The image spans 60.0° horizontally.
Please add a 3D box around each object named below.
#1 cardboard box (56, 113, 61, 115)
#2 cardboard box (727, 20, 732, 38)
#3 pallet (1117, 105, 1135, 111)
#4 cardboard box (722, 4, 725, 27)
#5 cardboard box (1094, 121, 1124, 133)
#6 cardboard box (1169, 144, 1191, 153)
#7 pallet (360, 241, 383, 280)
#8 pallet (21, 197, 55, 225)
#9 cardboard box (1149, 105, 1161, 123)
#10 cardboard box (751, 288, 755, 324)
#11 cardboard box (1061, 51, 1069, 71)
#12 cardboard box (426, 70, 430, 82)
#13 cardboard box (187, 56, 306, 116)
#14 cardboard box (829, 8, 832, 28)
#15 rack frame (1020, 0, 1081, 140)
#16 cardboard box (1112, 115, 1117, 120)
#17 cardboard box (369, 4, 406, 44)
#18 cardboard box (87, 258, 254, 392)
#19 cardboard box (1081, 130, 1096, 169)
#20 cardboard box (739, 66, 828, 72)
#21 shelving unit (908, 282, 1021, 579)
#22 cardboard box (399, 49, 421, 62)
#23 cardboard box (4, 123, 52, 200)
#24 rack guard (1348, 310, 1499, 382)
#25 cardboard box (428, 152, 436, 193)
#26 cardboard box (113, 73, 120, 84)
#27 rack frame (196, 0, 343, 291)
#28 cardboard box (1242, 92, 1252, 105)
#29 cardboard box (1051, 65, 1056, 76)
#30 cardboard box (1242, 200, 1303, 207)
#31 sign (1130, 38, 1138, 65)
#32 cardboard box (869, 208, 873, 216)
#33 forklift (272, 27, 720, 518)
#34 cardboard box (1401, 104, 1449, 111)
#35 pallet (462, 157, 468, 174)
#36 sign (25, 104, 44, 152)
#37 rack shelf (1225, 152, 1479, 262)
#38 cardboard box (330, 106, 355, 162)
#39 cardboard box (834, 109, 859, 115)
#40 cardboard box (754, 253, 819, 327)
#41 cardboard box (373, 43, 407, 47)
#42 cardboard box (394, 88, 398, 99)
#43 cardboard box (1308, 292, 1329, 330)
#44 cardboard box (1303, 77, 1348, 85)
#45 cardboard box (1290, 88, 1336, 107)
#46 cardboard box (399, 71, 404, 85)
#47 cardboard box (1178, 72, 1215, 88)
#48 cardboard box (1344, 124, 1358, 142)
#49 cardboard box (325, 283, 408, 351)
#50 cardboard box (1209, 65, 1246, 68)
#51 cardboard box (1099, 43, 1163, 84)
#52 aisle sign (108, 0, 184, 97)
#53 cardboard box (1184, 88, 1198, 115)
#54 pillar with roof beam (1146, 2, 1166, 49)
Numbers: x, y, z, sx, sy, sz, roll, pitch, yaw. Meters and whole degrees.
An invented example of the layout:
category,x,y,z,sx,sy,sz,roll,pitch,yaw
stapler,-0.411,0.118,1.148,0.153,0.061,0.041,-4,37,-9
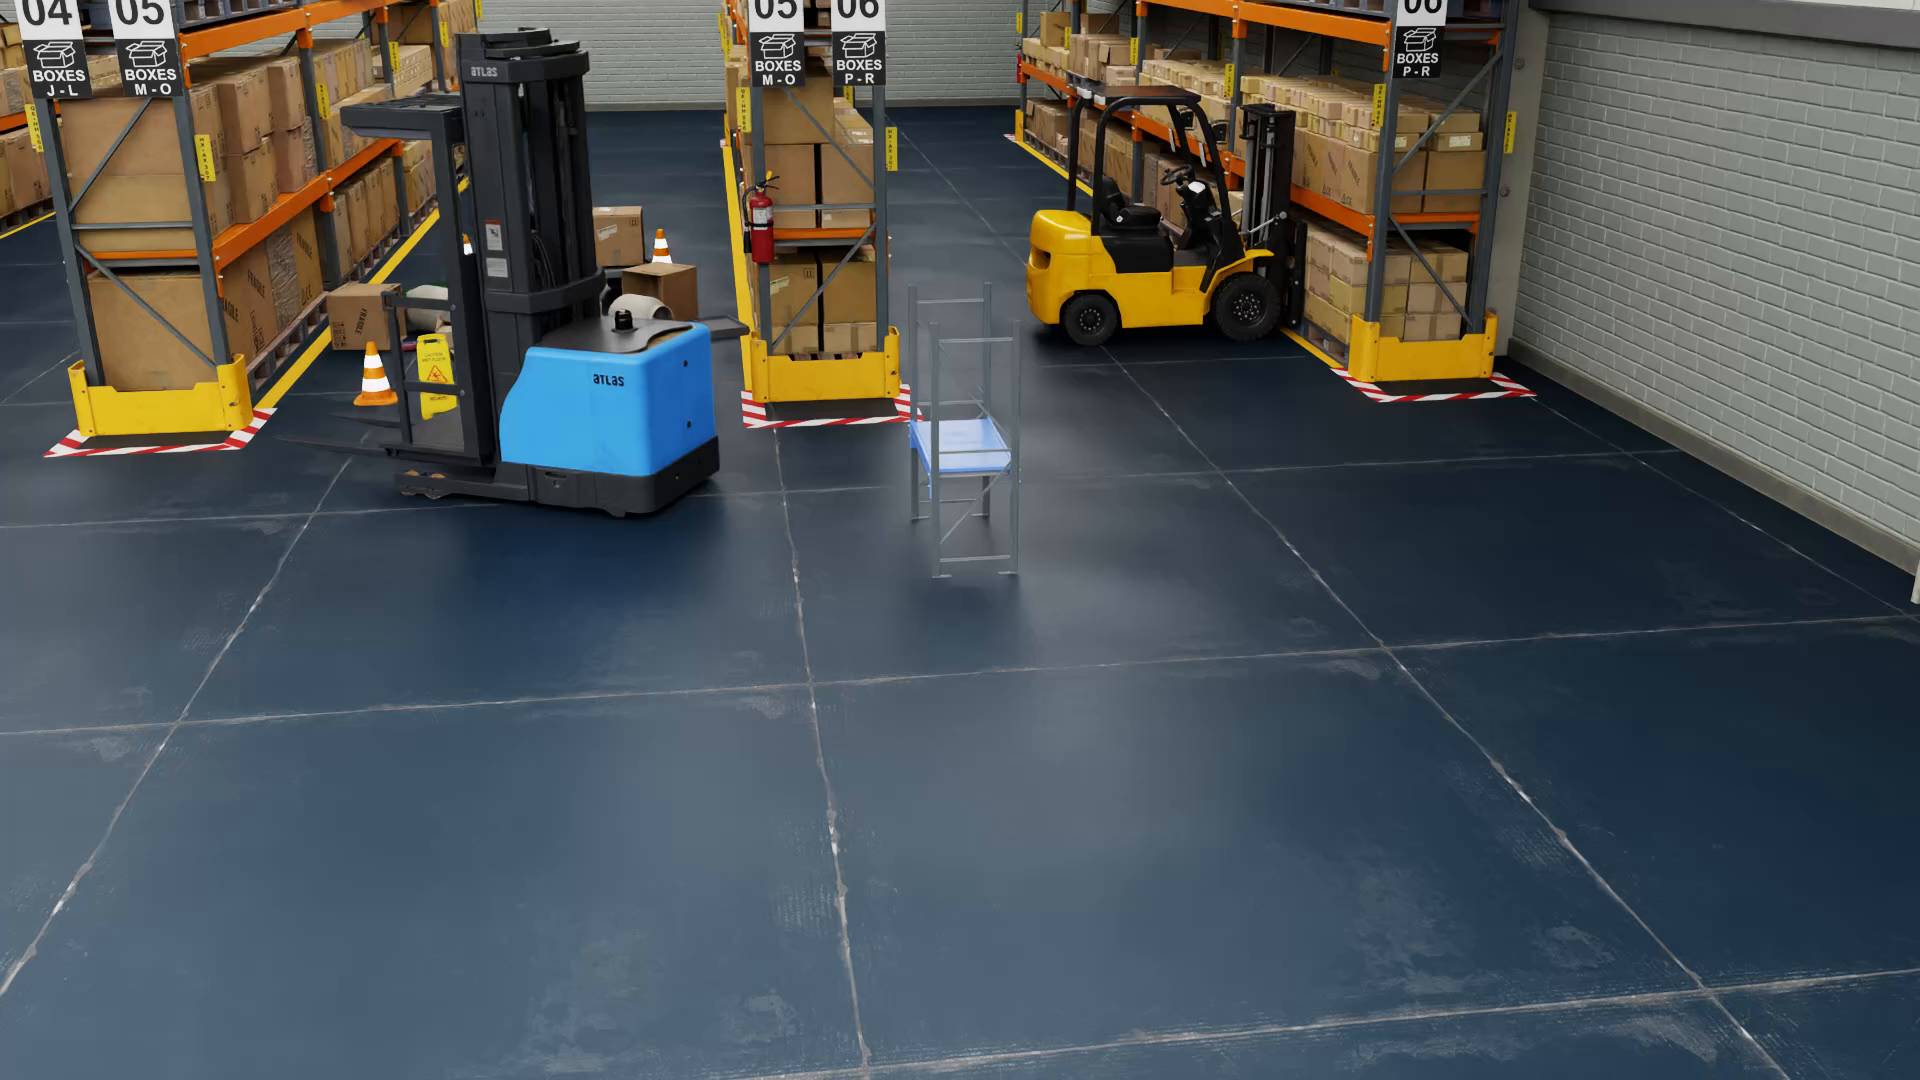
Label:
category,x,y,z,sx,sy,sz,roll,pitch,yaw
cardboard box,-12.617,-5.636,23.456,0.875,0.875,0.875,-3,21,-8
cardboard box,-2.845,-6.702,22.301,0.500,0.500,0.500,-3,21,-9
pallet,2.526,-5.710,21.492,1.213,0.211,1.003,-3,21,-8
cardboard box,-3.503,-8.243,26.428,0.500,0.500,0.500,-3,21,-9
cardboard box,2.122,-5.871,23.694,0.380,0.149,0.250,-3,21,-9
cardboard box,2.926,-5.095,21.615,0.380,0.149,0.250,-2,21,-5
pallet,-6.890,-3.028,18.022,1.003,0.211,1.213,-3,21,-8
pallet,-12.236,-4.209,21.185,1.003,0.211,1.213,-3,21,-8
cardboard box,2.583,-5.158,19.954,0.500,0.250,0.500,-3,21,-9
cardboard box,-1.596,-2.083,14.836,0.500,0.250,0.500,-4,21,-10
cardboard box,1.802,-7.187,24.961,0.500,0.250,0.500,-2,21,-6
cardboard box,-7.387,-6.279,22.500,0.380,0.149,0.250,-3,21,-7
cardboard box,-6.506,-4.094,15.134,0.875,0.550,0.550,-3,21,-8
cardboard box,-0.792,-3.966,12.620,0.380,0.149,0.250,-3,21,-8
rack frame,1.540,-8.339,28.255,1.000,3.000,0.127,-3,21,-8
cardboard box,2.455,-6.171,24.495,0.380,0.149,0.250,-4,21,-10
cardboard box,-8.014,-7.221,23.266,0.500,0.500,0.500,-4,21,-10
cardboard box,-6.112,-1.696,12.905,0.875,0.875,0.875,-3,21,-7
cardboard box,2.050,-5.617,23.940,0.500,0.500,0.500,-3,21,-8
cardboard box,-1.420,-3.543,13.419,0.700,0.500,0.500,-3,21,-7
shelving unit,0.012,-0.673,9.875,0.538,1.500,1.048,-3,21,-8
cardboard box,-7.315,-6.373,21.900,0.380,0.149,0.250,-3,21,-8
cardboard box,-12.360,-4.874,21.415,1.225,0.875,0.875,-4,21,-10
rack guard,3.850,-1.620,13.838,1.175,0.500,0.348,-3,21,-8
cardboard box,-7.179,-4.844,21.872,0.500,0.500,0.500,-3,21,-9
cardboard box,-12.541,-6.743,24.343,0.380,0.149,0.250,-4,21,-9
rack frame,-6.525,-3.648,15.695,1.000,3.000,0.127,-3,21,-8
cardboard box,3.055,-4.411,16.669,0.380,0.149,0.250,-3,21,-9
cardboard box,1.624,-7.291,25.809,0.380,0.149,0.250,-3,21,-9
cardboard box,3.093,-3.200,16.398,0.500,0.250,0.500,-3,21,-8
sign,2.157,-6.044,20.568,0.100,0.325,0.005,-3,21,-8
cardboard box,-0.918,-2.740,13.625,0.380,0.149,0.250,-4,21,-9
forklift,-3.206,-1.807,10.866,3.031,2.935,1.130,7,22,18
cardboard box,3.953,-3.599,14.070,0.380,0.149,0.250,-3,21,-7
pallet,-7.990,-5.765,25.351,1.003,0.211,1.213,-3,21,-8
sign,-6.488,-2.894,11.683,0.100,0.325,0.005,-3,21,-8
rack shelf,3.558,-3.154,15.403,1.077,0.370,4.000,-3,21,-8
cardboard box,-6.409,-4.065,16.670,0.500,0.500,0.500,-3,21,-7
cardboard box,-1.171,-3.620,15.053,0.500,0.500,0.500,-2,21,-6
cardboard box,-1.439,-2.072,13.733,0.500,0.500,0.500,-3,21,-7
cardboard box,-8.028,-6.757,23.452,0.500,0.500,0.500,-3,21,-8
cardboard box,-7.005,-5.370,20.065,0.380,0.149,0.250,-2,21,-5
cardboard box,3.403,-2.027,14.686,0.500,0.250,0.500,-3,21,-8
cardboard box,3.610,-4.490,16.455,0.380,0.149,0.250,-3,21,-9
cardboard box,3.286,-4.107,15.429,0.380,0.149,0.250,-3,21,-8
cardboard box,-7.093,-5.702,20.529,0.380,0.149,0.250,-3,21,-8
cardboard box,2.672,-5.171,18.703,0.380,0.149,0.250,-3,21,-9
cardboard box,3.476,-3.436,14.057,0.380,0.149,0.250,-3,21,-7
cardboard box,-5.286,-1.992,14.832,0.500,0.500,0.500,1,20,2
cardboard box,3.170,-5.558,19.740,0.380,0.149,0.250,-3,21,-9
cardboard box,2.275,-6.370,22.236,0.797,0.503,0.637,-3,21,-9
aisle sign,-5.642,-3.471,11.507,0.394,0.787,0.004,-3,21,-8
cardboard box,2.797,-4.860,18.441,0.500,0.250,0.500,-3,21,-7
pillar with roof beam,-1.352,-9.834,23.683,9.100,9.000,0.400,-3,21,-8
